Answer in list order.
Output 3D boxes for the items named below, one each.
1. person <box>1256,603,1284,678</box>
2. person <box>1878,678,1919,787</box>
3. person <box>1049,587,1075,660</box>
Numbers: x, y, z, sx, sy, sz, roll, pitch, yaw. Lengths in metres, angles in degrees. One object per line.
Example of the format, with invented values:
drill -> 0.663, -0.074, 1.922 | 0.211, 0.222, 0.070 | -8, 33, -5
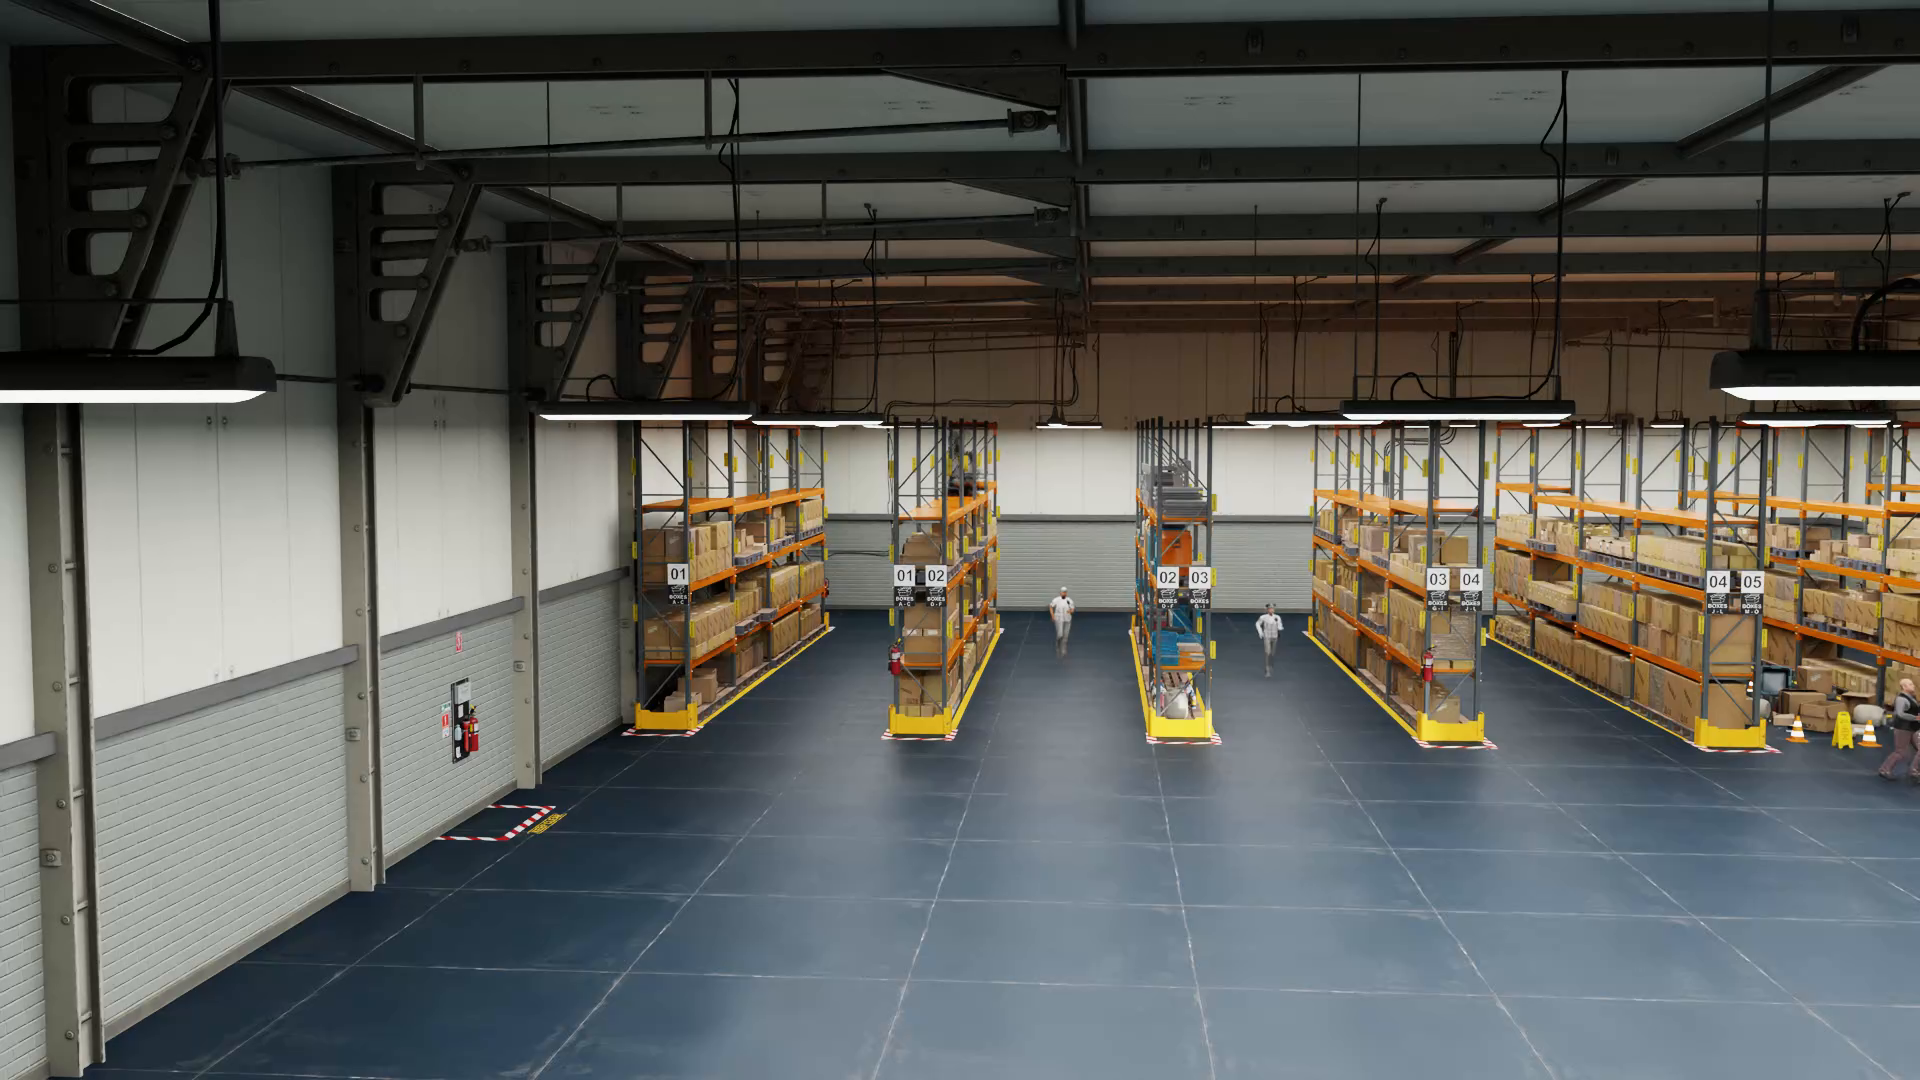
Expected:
person -> 7.276, 2.334, 39.006 | 0.602, 1.746, 0.728 | 0, 4, -2
person -> 15.308, 3.119, 26.924 | 0.658, 1.770, 0.734 | -3, 5, -38
person -> 2.486, 2.012, 40.123 | 0.577, 1.744, 0.659 | -1, 4, -10
